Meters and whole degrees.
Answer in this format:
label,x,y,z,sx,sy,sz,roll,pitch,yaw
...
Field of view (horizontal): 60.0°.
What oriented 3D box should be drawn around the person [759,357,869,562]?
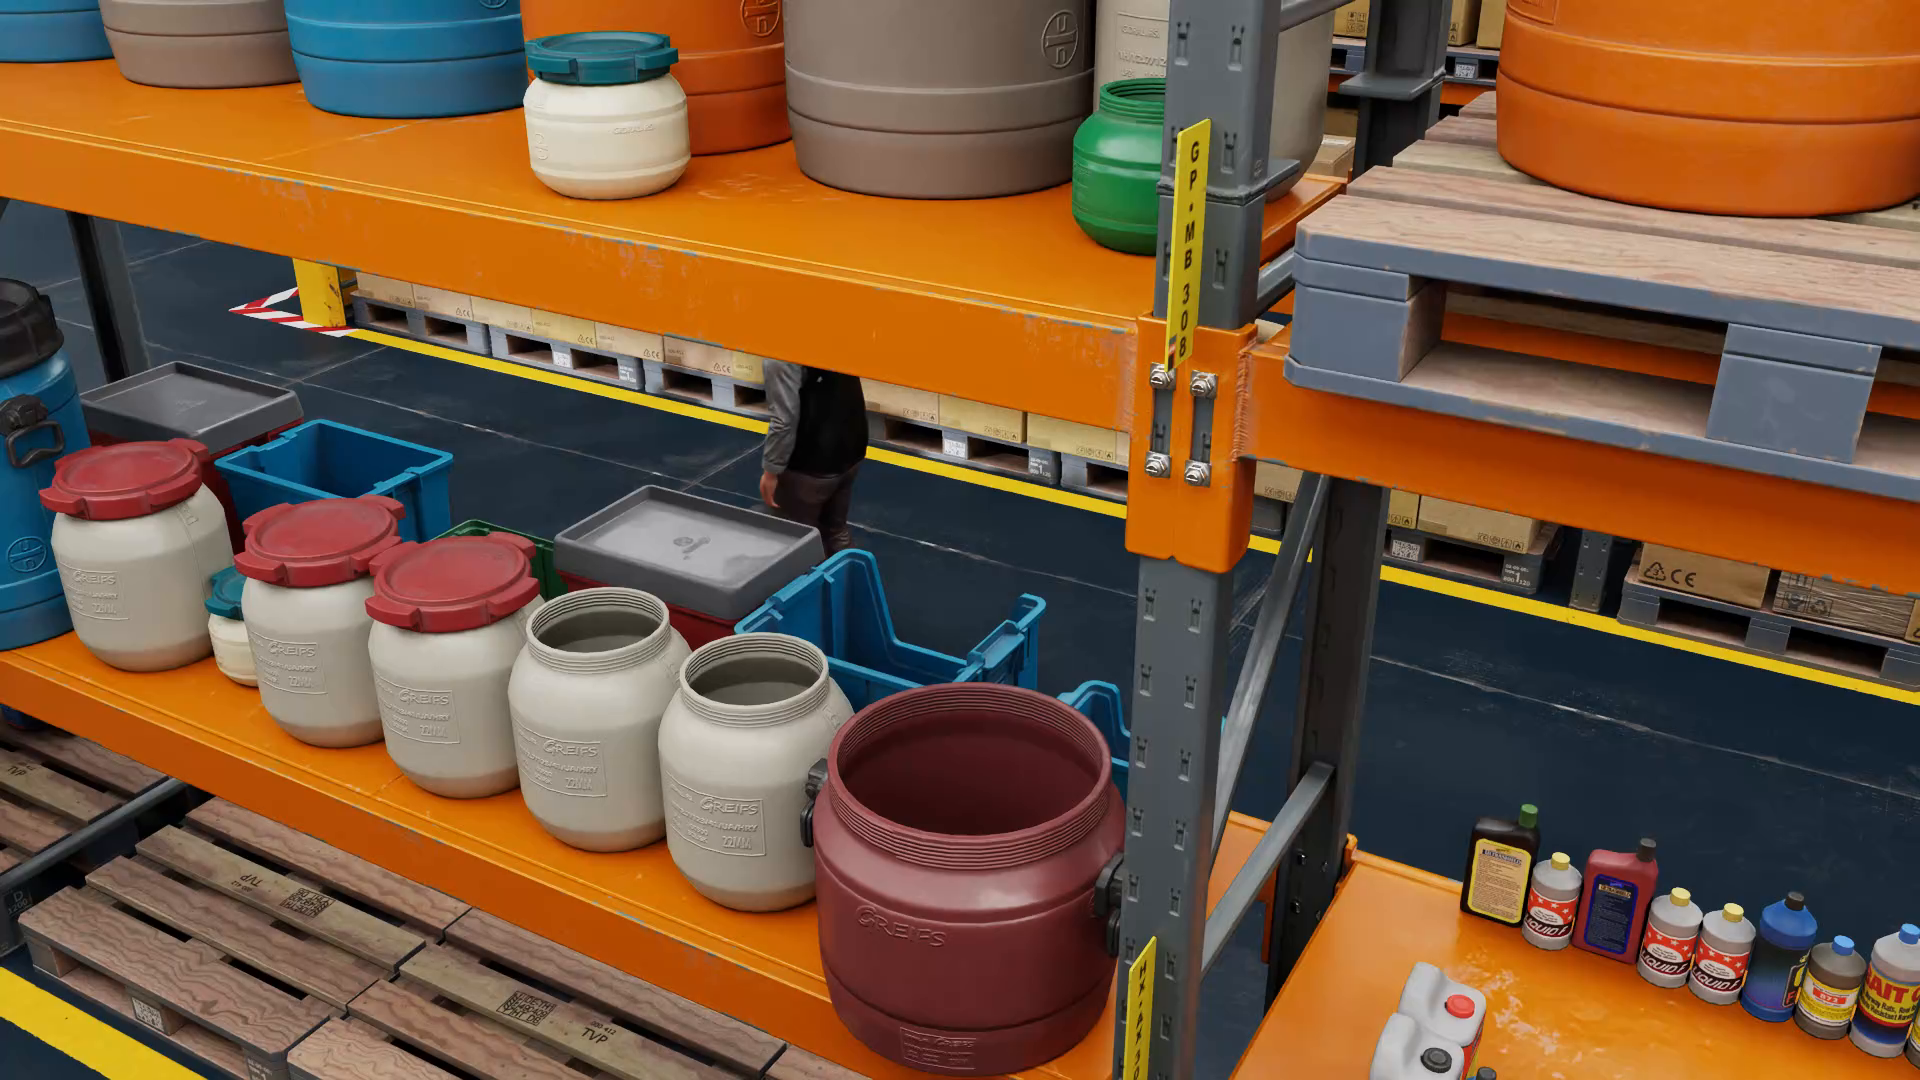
label,x,y,z,sx,sy,sz,roll,pitch,yaw
person,-0.618,-0.335,6.815,0.465,1.722,0.590,13,29,24
